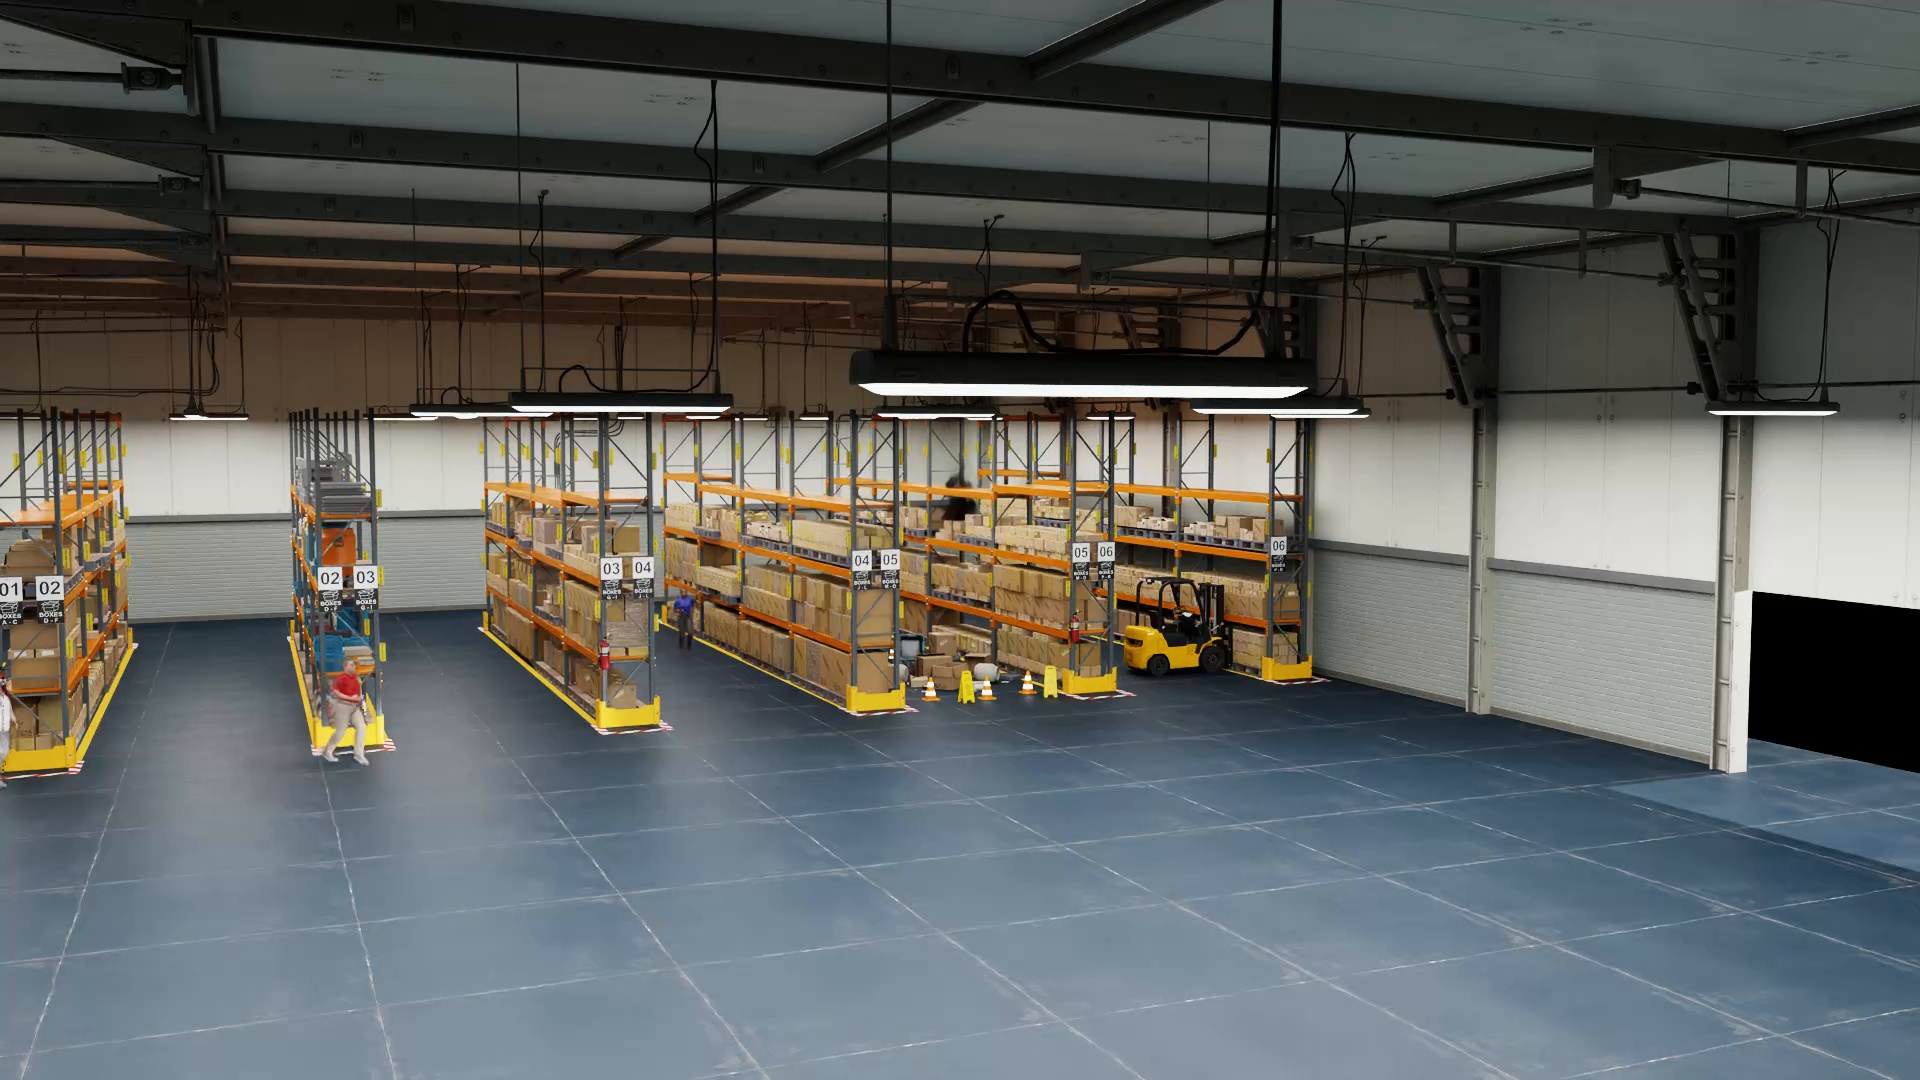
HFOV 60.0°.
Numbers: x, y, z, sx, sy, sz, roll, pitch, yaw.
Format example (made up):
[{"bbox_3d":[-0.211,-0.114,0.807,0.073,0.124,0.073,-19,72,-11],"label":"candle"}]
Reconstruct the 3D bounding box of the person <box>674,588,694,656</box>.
[{"bbox_3d":[-6.814,2.028,41.152,0.554,1.712,0.746,-1,4,-19],"label":"person"}]

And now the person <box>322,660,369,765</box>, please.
[{"bbox_3d":[-10.310,2.895,28.062,0.859,1.742,0.684,1,4,18],"label":"person"}]

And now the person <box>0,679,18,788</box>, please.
[{"bbox_3d":[-15.283,3.024,26.356,0.694,1.744,0.709,2,4,21],"label":"person"}]

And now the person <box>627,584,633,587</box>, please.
[{"bbox_3d":[-9.820,1.520,47.976,0.754,1.673,0.529,3,5,34],"label":"person"}]
